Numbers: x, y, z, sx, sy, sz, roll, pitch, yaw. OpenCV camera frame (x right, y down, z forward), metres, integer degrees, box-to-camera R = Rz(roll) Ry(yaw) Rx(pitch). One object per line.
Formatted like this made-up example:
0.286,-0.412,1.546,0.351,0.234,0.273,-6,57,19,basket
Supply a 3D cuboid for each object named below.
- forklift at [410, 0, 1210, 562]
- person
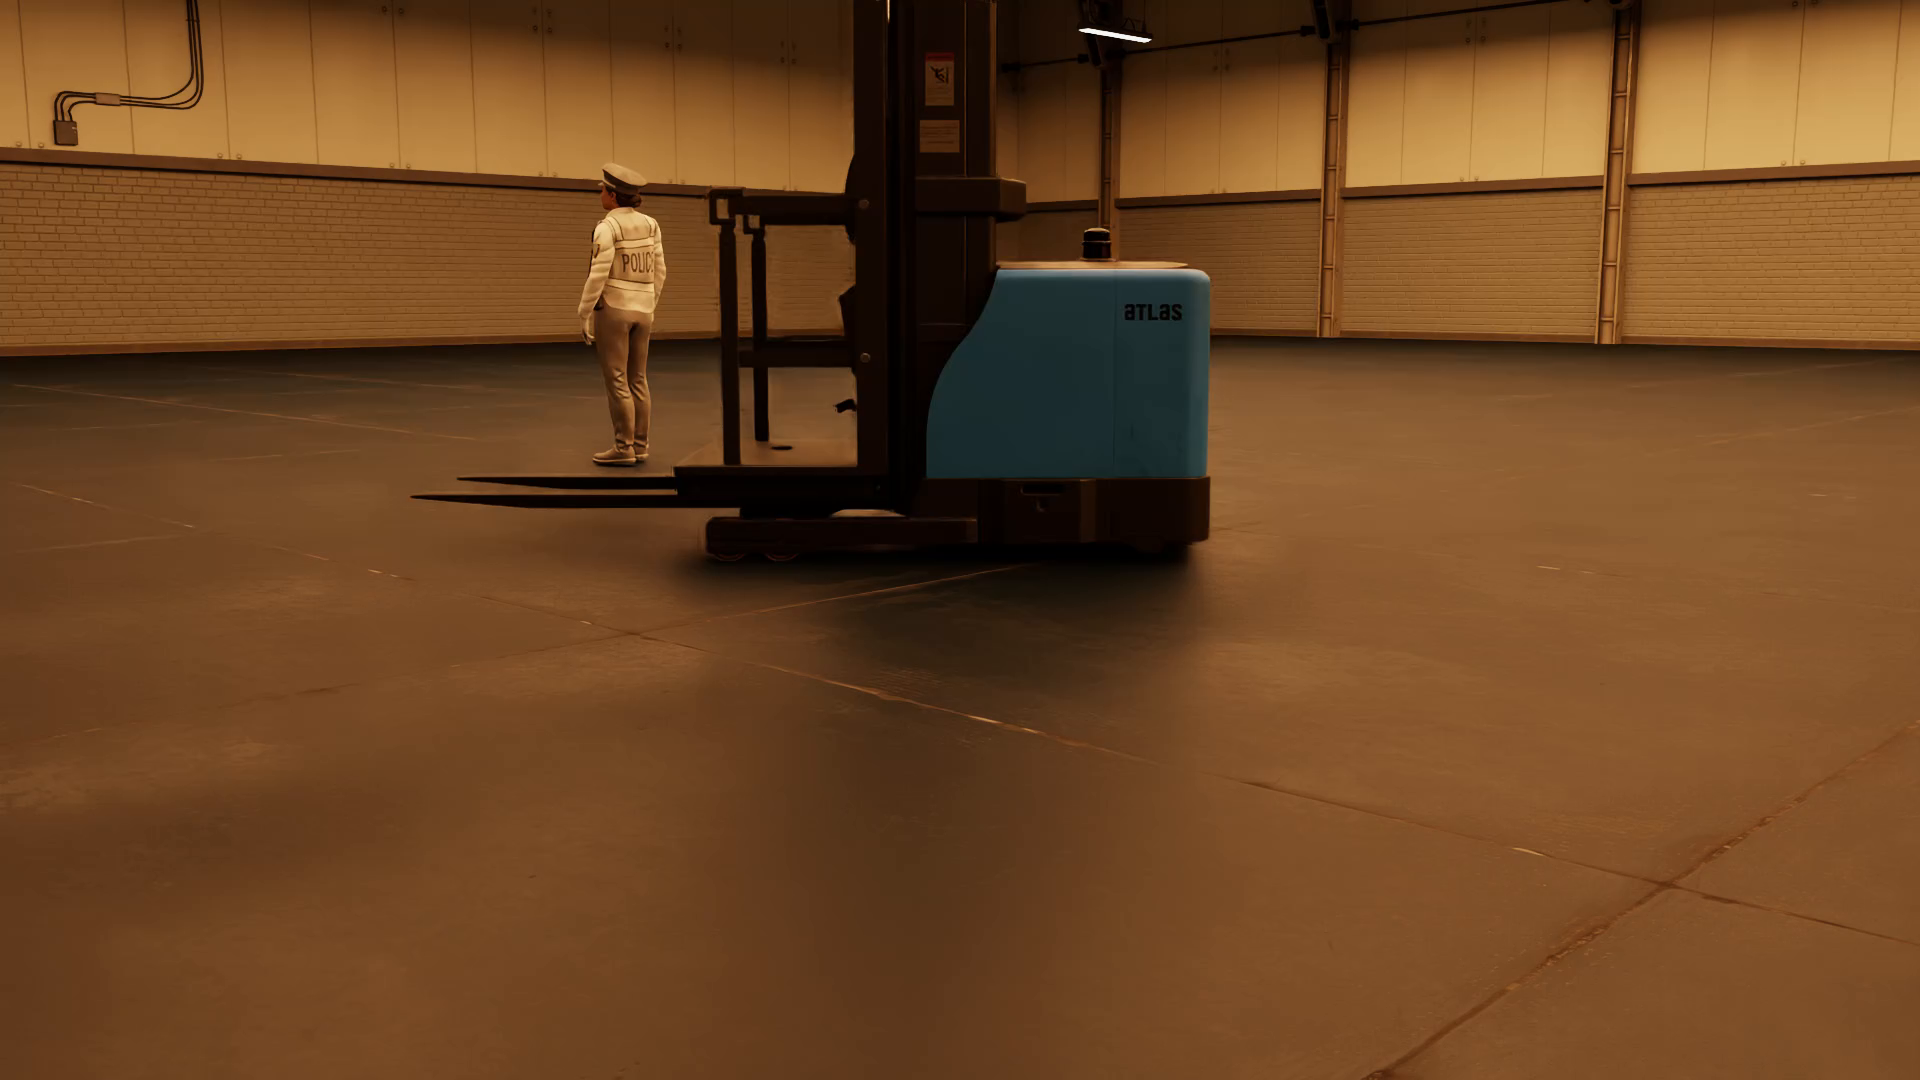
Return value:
-0.581,-1.446,6.476,3.031,2.935,1.130,0,9,0,forklift
-1.969,-1.280,9.475,0.532,1.694,0.586,6,10,34,person
